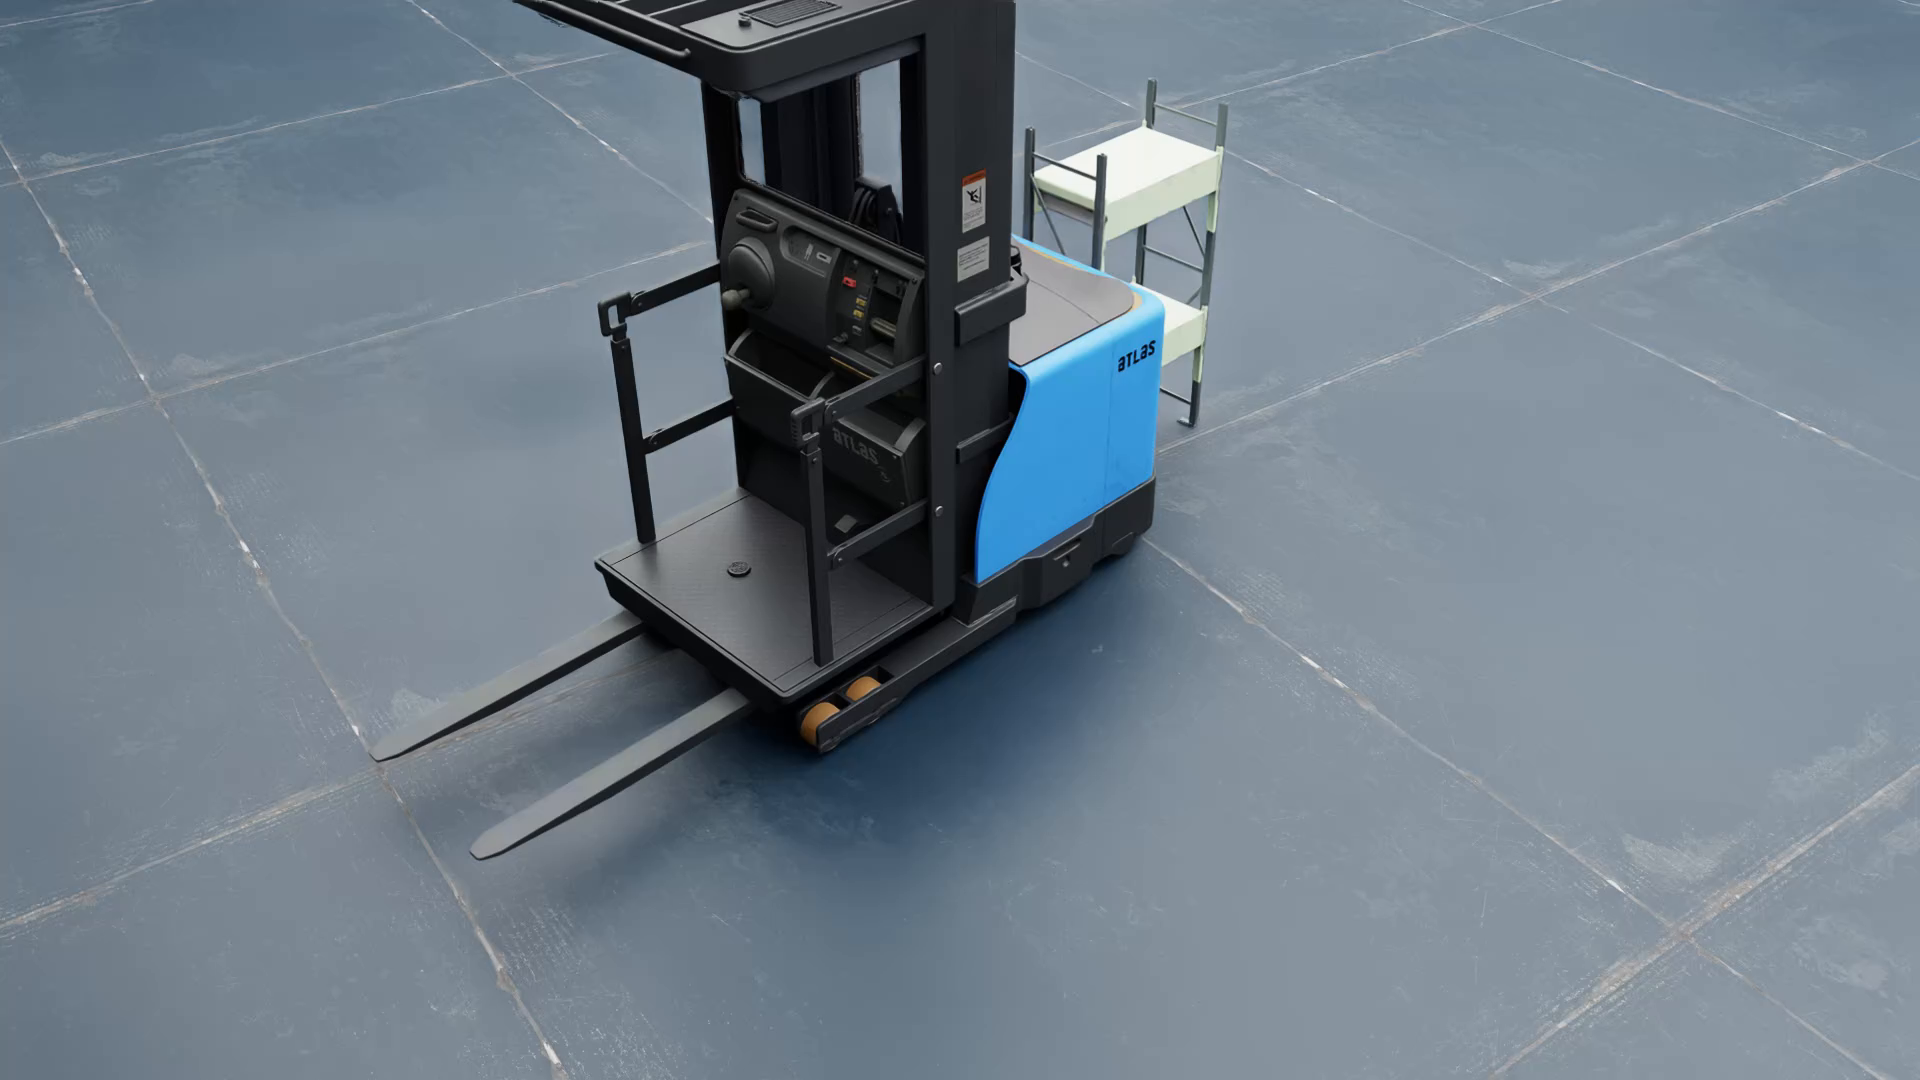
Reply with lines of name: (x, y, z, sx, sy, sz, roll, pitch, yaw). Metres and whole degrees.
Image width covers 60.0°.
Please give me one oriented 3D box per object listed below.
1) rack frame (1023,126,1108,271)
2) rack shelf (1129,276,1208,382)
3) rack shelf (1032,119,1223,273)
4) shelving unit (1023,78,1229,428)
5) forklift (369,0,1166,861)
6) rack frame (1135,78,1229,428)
rack frame: (0.399, -0.897, 6.713, 0.023, 1.500, 0.400, -30, 45, -35)
rack shelf: (0.658, -0.784, 7.113, 0.720, 0.370, 0.431, -30, 45, -35)
rack shelf: (0.658, -1.365, 6.695, 0.720, 0.370, 0.431, -30, 45, -35)
shelving unit: (0.658, -1.048, 6.923, 0.755, 1.500, 0.431, -30, 45, -35)
forklift: (-0.619, -0.804, 5.357, 3.031, 2.935, 1.130, -30, 45, -35)
rack frame: (0.917, -1.199, 7.133, 0.023, 1.500, 0.400, -30, 45, -35)
